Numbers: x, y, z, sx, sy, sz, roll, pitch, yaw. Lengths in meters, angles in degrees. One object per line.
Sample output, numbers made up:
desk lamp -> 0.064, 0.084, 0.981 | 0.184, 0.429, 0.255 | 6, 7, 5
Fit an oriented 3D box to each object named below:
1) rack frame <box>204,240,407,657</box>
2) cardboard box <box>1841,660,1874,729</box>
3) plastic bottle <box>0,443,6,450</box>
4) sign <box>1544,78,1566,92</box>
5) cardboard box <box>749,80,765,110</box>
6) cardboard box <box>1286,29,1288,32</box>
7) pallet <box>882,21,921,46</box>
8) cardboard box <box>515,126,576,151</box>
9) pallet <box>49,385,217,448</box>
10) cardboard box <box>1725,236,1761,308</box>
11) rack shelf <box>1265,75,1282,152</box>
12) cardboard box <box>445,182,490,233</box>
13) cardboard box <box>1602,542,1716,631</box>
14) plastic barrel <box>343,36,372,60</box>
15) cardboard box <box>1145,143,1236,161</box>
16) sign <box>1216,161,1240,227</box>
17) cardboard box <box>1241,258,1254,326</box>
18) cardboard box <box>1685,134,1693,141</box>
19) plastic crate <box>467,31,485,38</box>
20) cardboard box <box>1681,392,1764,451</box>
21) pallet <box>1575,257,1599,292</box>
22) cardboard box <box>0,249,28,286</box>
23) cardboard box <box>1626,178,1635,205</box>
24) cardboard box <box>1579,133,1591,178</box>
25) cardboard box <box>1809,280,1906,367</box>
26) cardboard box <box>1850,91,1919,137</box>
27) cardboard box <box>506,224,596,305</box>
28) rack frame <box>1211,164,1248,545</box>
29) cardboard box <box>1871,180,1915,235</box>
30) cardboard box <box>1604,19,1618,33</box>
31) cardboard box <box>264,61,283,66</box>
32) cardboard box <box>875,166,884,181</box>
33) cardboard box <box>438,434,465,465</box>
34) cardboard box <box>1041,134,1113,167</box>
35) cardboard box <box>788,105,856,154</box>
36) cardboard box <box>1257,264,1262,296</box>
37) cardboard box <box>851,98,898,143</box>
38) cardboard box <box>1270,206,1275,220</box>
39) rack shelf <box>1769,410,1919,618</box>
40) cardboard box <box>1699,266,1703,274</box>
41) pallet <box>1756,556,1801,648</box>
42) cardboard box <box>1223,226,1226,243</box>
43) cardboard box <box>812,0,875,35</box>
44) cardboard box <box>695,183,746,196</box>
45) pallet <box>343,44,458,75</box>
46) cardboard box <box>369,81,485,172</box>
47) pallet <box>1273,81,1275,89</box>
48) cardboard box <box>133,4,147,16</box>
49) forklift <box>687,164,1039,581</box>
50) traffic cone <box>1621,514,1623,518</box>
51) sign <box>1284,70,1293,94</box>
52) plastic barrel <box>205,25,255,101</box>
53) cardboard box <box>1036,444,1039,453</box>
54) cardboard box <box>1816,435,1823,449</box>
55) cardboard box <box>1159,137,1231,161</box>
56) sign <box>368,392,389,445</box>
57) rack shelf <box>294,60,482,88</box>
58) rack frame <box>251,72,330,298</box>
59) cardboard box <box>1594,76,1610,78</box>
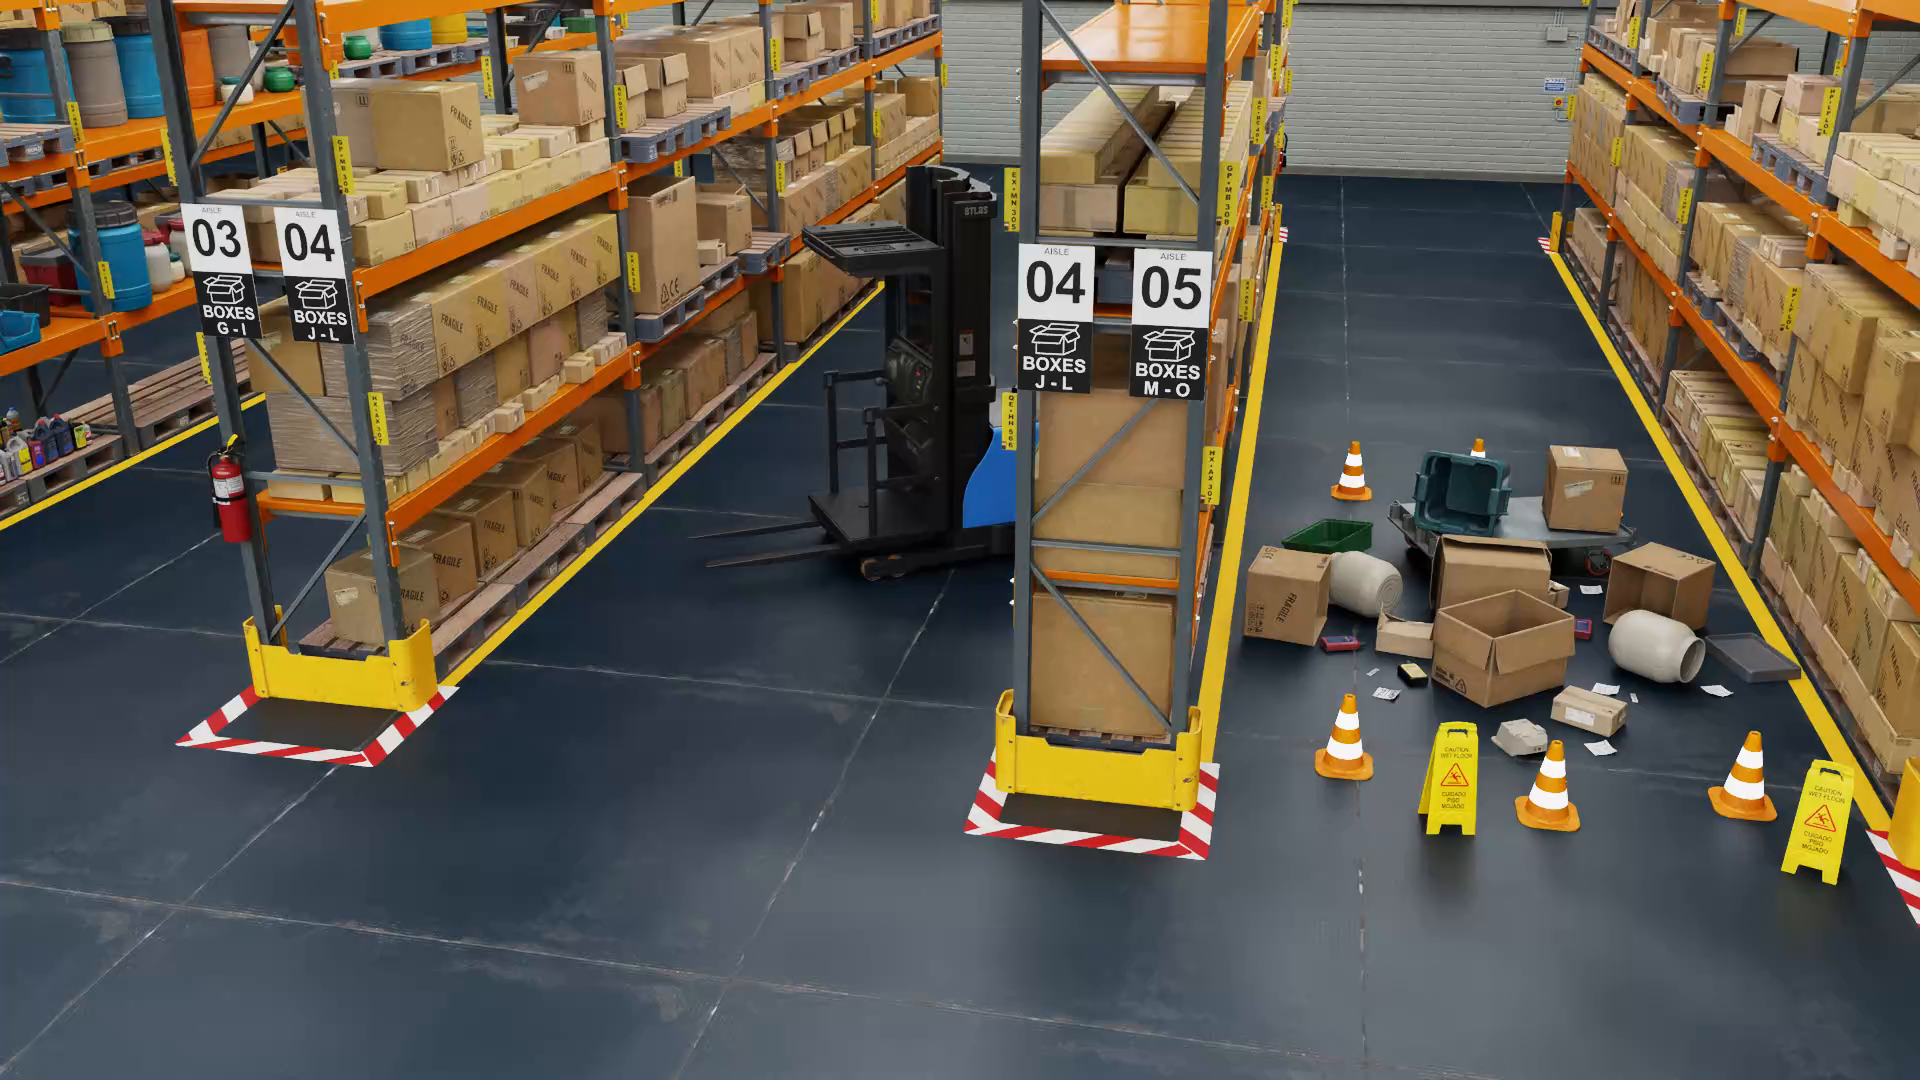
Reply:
rack frame -> -4.027, -0.367, 10.251 | 1.000, 3.000, 0.127 | 4, 22, 11
cardboard box -> 5.689, 0.964, 10.064 | 0.500, 0.250, 0.500 | 5, 22, 11
plastic bottle -> -8.120, -0.705, 14.135 | 0.061, 0.283, 0.133 | 4, 22, 11
sign -> 10.032, -7.679, 28.043 | 0.327, 0.218, 0.001 | 4, 22, 11
cardboard box -> -2.252, -4.423, 16.505 | 0.500, 0.250, 0.500 | 5, 22, 11
cardboard box -> 4.028, -6.572, 21.842 | 0.500, 0.250, 0.500 | 5, 23, 13
pallet -> -1.150, -6.850, 22.450 | 1.003, 0.211, 1.213 | 4, 22, 11
cardboard box -> -3.105, -3.007, 12.457 | 0.380, 0.149, 0.250 | 3, 22, 8
pallet -> -7.937, -1.205, 16.062 | 1.003, 0.211, 1.213 | 4, 22, 11
cardboard box -> 6.677, -2.202, 13.712 | 0.500, 0.500, 0.500 | 4, 22, 9
rack shelf -> 2.848, -4.667, 17.875 | 1.077, 0.370, 4.000 | 4, 22, 11
cardboard box -> -3.472, -2.216, 11.026 | 0.500, 0.250, 0.500 | 4, 22, 11
cardboard box -> 4.940, 0.372, 11.758 | 0.500, 0.500, 0.500 | -16, 27, -35
plastic barrel -> -6.802, -5.555, 18.762 | 0.294, 0.245, 0.294 | 0, 22, 0
cardboard box -> 1.362, -2.181, 9.844 | 0.500, 0.250, 0.500 | 4, 22, 10
sign -> 1.350, -1.741, 8.371 | 0.100, 0.325, 0.005 | 4, 22, 11
cardboard box -> 2.305, -2.187, 14.634 | 0.500, 0.500, 0.500 | 5, 22, 12
cardboard box -> 8.179, -4.139, 18.142 | 0.500, 0.500, 0.500 | 5, 22, 12
plastic crate -> -6.637, -6.605, 22.006 | 0.450, 0.188, 0.662 | 4, 22, 11
cardboard box -> 7.039, -1.037, 14.869 | 0.950, 0.372, 0.625 | 4, 22, 10
pallet -> 8.601, -3.427, 21.580 | 1.003, 0.211, 1.213 | 4, 22, 11
cardboard box -> -11.719, -3.239, 20.138 | 0.500, 0.500, 0.500 | 5, 23, 13
cardboard box -> 7.678, -3.831, 18.382 | 0.500, 0.250, 0.500 | 5, 22, 12
cardboard box -> 8.363, -4.985, 21.581 | 0.500, 0.500, 0.500 | 4, 22, 11
cardboard box -> 6.063, -1.394, 10.928 | 0.700, 0.500, 0.500 | 5, 22, 11
cardboard box -> 6.484, -3.045, 11.854 | 0.500, 0.250, 0.500 | 5, 22, 12
cardboard box -> -3.134, -2.110, 12.707 | 0.500, 0.500, 0.500 | 4, 22, 11
rack frame -> 1.624, -1.415, 12.853 | 1.000, 3.000, 0.127 | 4, 22, 11
cardboard box -> 5.922, -2.023, 10.149 | 0.500, 0.250, 0.500 | 5, 22, 11
cardboard box -> 8.492, -6.599, 21.349 | 0.380, 0.149, 0.250 | 5, 23, 13
cardboard box -> -10.485, -6.927, 25.066 | 0.500, 0.500, 0.500 | 5, 22, 12
cardboard box -> -1.193, -4.722, 21.400 | 0.380, 0.149, 0.250 | 5, 22, 11
cardboard box -> -3.569, -0.610, 11.190 | 0.380, 0.149, 0.250 | 4, 22, 11
cardboard box -> 0.649, -2.172, 9.290 | 0.380, 0.149, 0.250 | 5, 22, 12
cardboard box -> -1.701, -5.034, 20.360 | 0.797, 0.503, 0.637 | 4, 22, 10
cardboard box -> 3.035, -2.861, 18.221 | 0.500, 0.250, 0.500 | 5, 22, 11
cardboard box -> -1.122, -5.508, 21.812 | 0.500, 0.500, 0.500 | 4, 22, 11
cardboard box -> 4.177, -4.547, 23.087 | 0.380, 0.149, 0.250 | 4, 22, 10
rack shelf -> 6.082, -0.010, 10.326 | 1.077, 0.370, 4.000 | 4, 22, 11
cardboard box -> 7.058, -2.511, 15.348 | 0.380, 0.149, 0.250 | 3, 22, 8
pallet -> 6.388, 0.467, 11.912 | 1.003, 0.211, 1.213 | 4, 22, 11
cardboard box -> 1.295, -1.754, 9.319 | 0.380, 0.149, 0.250 | 5, 22, 11
cardboard box -> -1.478, -6.726, 21.194 | 0.700, 0.500, 0.500 | 3, 22, 8
cardboard box -> -2.466, -3.334, 16.920 | 0.500, 0.500, 0.500 | 2, 22, 4
pallet -> -6.720, -5.728, 19.799 | 1.003, 0.211, 1.213 | 4, 22, 11
cardboard box -> -3.460, -2.698, 10.820 | 0.500, 0.500, 0.500 | 4, 22, 11
pallet -> 2.818, -5.048, 18.109 | 1.213, 0.211, 1.003 | 4, 22, 11
cardboard box -> -10.933, -7.225, 22.795 | 0.500, 0.250, 0.500 | 4, 22, 11
forklift -> -0.582, -1.275, 12.597 | 3.031, 2.935, 1.130 | -8, 23, -20
traffic cone -> 5.373, -0.458, 13.872 | 0.336, 0.463, 0.334 | 4, 22, 11
sign -> 4.612, -6.438, 23.351 | 0.100, 0.325, 0.005 | 4, 22, 11
plastic barrel -> -7.624, -5.011, 17.094 | 0.600, 0.901, 0.600 | 0, 22, 0
cardboard box -> 0.930, -0.364, 10.041 | 0.875, 0.550, 0.550 | 4, 22, 11
cardboard box -> 6.087, -0.672, 11.343 | 0.380, 0.149, 0.250 | 4, 22, 11
cardboard box -> 1.291, -2.121, 9.163 | 0.380, 0.149, 0.250 | 4, 22, 10
sign -> -3.496, -0.728, 9.987 | 0.100, 0.325, 0.005 | 4, 22, 11
rack shelf -> -6.835, -5.460, 19.843 | 1.077, 0.370, 4.000 | 4, 22, 11
rack frame -> -7.244, -3.671, 18.453 | 1.000, 3.000, 0.127 | 4, 22, 11
cardboard box -> 8.612, -6.065, 22.056 | 0.380, 0.149, 0.250 | 5, 22, 12
